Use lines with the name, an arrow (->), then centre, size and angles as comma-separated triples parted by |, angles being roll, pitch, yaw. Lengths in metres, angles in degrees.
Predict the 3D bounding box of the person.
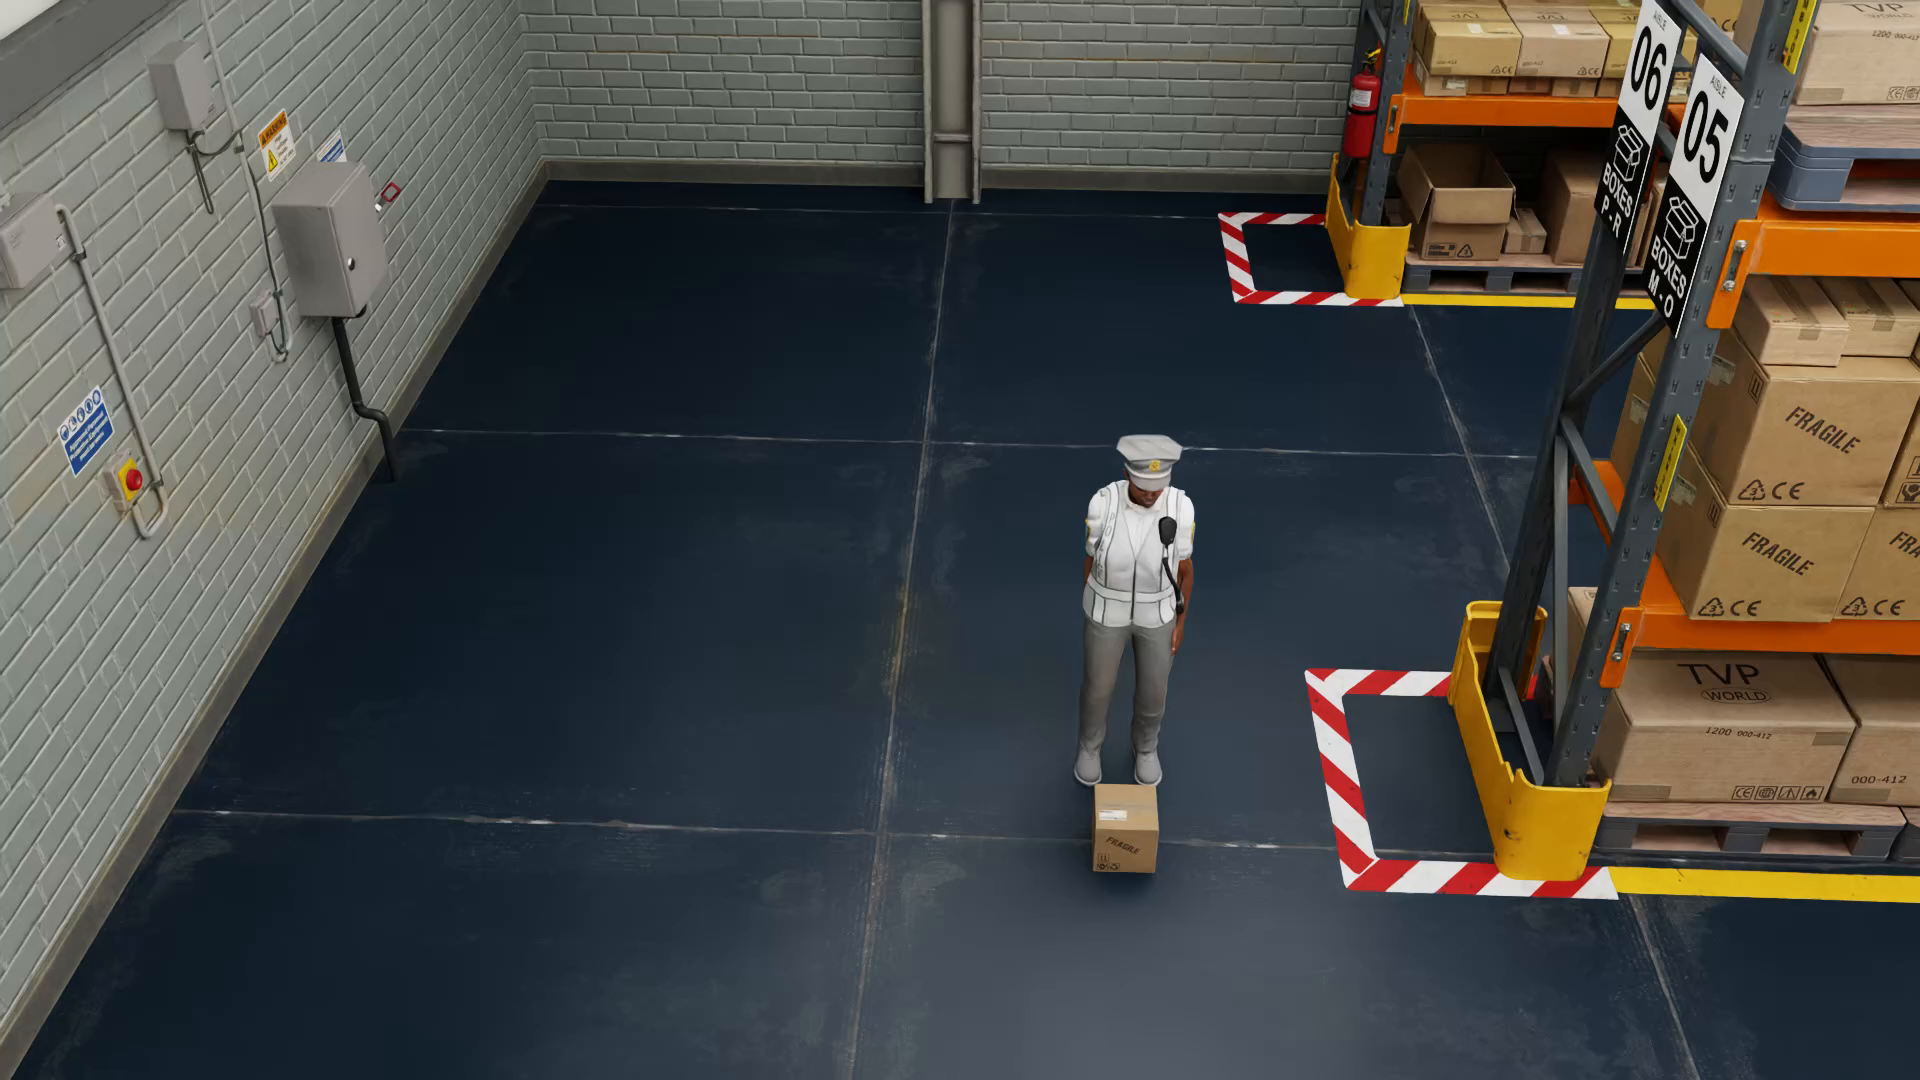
person -> 0.705, 0.309, 6.696 | 0.438, 1.658, 0.341 | 2, 36, 3
